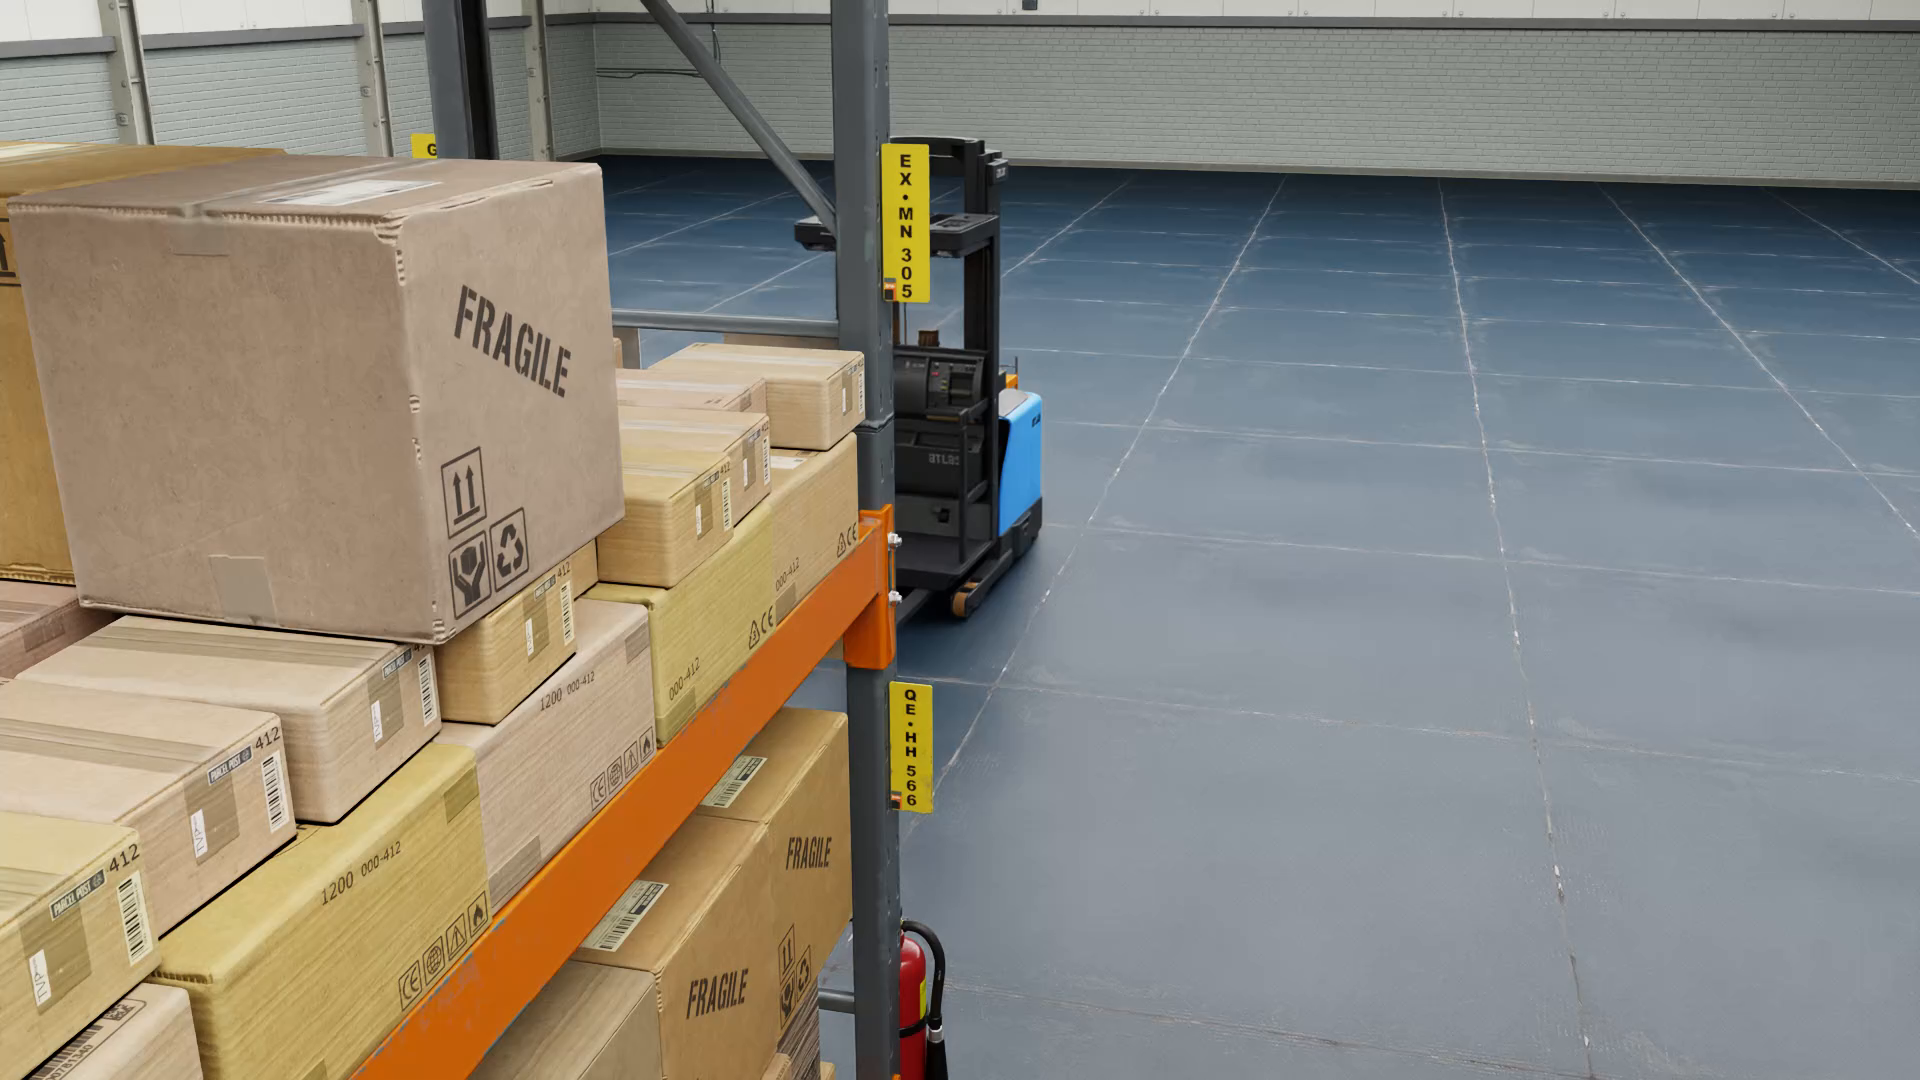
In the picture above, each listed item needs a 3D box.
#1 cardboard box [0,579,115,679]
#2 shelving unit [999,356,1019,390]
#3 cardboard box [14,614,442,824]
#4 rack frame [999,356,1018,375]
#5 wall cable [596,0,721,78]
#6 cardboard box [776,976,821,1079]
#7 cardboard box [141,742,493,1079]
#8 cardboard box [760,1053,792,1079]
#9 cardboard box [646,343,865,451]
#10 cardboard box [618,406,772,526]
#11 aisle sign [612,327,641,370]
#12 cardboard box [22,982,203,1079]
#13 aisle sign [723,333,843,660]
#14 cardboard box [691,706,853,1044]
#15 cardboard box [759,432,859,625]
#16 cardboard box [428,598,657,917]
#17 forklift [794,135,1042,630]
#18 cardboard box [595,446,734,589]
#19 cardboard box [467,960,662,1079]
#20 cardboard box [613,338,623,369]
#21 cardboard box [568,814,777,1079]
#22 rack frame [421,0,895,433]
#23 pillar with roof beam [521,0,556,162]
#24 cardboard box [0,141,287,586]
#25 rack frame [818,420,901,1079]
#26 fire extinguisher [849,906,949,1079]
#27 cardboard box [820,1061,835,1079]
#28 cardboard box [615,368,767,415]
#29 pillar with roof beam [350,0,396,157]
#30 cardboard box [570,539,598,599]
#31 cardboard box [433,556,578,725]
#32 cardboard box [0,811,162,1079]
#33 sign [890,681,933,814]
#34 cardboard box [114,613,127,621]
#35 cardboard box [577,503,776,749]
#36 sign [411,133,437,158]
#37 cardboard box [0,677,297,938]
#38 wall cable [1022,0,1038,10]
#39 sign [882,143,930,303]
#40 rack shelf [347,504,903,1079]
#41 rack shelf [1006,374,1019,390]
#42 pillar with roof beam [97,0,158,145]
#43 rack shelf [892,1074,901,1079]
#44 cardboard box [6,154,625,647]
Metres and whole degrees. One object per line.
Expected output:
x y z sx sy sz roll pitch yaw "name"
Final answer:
-1.304 0.148 2.089 0.380 0.149 0.250 4 19 13 "cardboard box"
0.244 -0.757 12.547 0.258 1.200 0.503 6 20 18 "shelving unit"
-0.848 0.194 1.953 0.380 0.149 0.250 4 19 11 "cardboard box"
0.325 -0.831 12.765 0.240 1.200 0.015 6 20 18 "rack frame"
-6.782 -11.488 36.702 3.097 2.526 0.112 5 19 13 "wall cable"
-0.807 1.112 3.676 0.875 0.500 0.500 5 19 13 "cardboard box"
-0.888 0.428 1.887 0.500 0.250 0.500 4 19 12 "cardboard box"
-0.812 1.278 3.189 0.875 0.500 0.500 5 19 13 "cardboard box"
-0.411 -0.295 3.386 0.380 0.149 0.250 5 19 13 "cardboard box"
-0.549 -0.129 2.898 0.380 0.149 0.250 4 19 11 "cardboard box"
-0.921 -0.143 3.944 0.394 0.787 0.004 5 19 13 "aisle sign"
-1.009 0.593 1.401 0.500 0.250 0.500 4 19 11 "cardboard box"
-0.340 -0.096 3.806 0.394 0.787 0.004 5 19 13 "aisle sign"
-0.540 0.661 3.451 0.500 0.500 0.500 5 19 13 "cardboard box"
-0.517 -0.047 3.276 0.500 0.250 0.500 5 20 15 "cardboard box"
-0.770 0.269 2.349 0.500 0.250 0.500 5 20 15 "cardboard box"
-0.361 -1.035 10.683 1.130 2.935 3.031 6 20 18 "forklift"
-0.587 -0.048 2.662 0.380 0.149 0.250 5 19 14 "cardboard box"
-0.782 0.974 2.532 0.500 0.500 0.500 5 19 13 "cardboard box"
-0.937 -0.339 3.514 0.380 0.149 0.250 5 19 13 "cardboard box"
-0.657 0.818 2.990 0.500 0.500 0.500 5 19 13 "cardboard box"
-0.646 -1.709 3.269 1.000 3.000 0.127 5 19 13 "rack frame"
-4.609 -11.798 32.807 9.100 9.000 0.400 5 19 13 "pillar with roof beam"
-1.270 -0.270 2.308 0.500 0.500 0.500 5 19 13 "cardboard box"
-0.646 1.130 4.238 1.000 3.000 0.127 5 19 13 "rack frame"
-0.171 1.167 4.249 0.296 0.674 0.183 5 19 13 "fire extinguisher"
-0.515 1.355 3.970 0.380 0.149 0.250 5 19 13 "cardboard box"
-0.588 -0.223 3.174 0.380 0.149 0.250 4 19 12 "cardboard box"
-6.075 -9.918 27.302 9.100 9.000 0.400 5 19 13 "pillar with roof beam"
-0.768 0.020 2.464 0.380 0.149 0.250 5 19 14 "cardboard box"
-0.736 0.112 2.194 0.380 0.149 0.250 4 19 11 "cardboard box"
-0.963 0.357 1.475 0.380 0.149 0.250 4 19 12 "cardboard box"
-0.112 0.483 3.853 0.100 0.325 0.005 5 19 13 "sign"
-1.288 0.066 2.328 0.380 0.149 0.250 4 19 11 "cardboard box"
-0.636 0.110 2.818 0.500 0.250 0.500 5 19 14 "cardboard box"
-1.172 -0.746 3.737 0.100 0.325 0.005 5 19 13 "sign"
-0.933 0.274 1.719 0.380 0.149 0.250 5 20 15 "cardboard box"
2.420 -13.812 33.441 2.305 6.003 0.169 5 19 13 "wall cable"
-0.112 -0.658 3.464 0.100 0.325 0.005 5 19 13 "sign"
-1.134 0.678 2.034 1.077 0.370 4.000 5 19 13 "rack shelf"
0.244 -1.129 12.420 0.258 0.148 0.480 6 20 18 "rack shelf"
-7.541 -8.037 21.796 9.100 9.000 0.400 5 19 13 "pillar with roof beam"
-1.134 2.097 2.519 1.077 0.370 4.000 5 19 13 "rack shelf"
-0.779 -0.208 2.127 0.500 0.500 0.500 5 19 13 "cardboard box"
